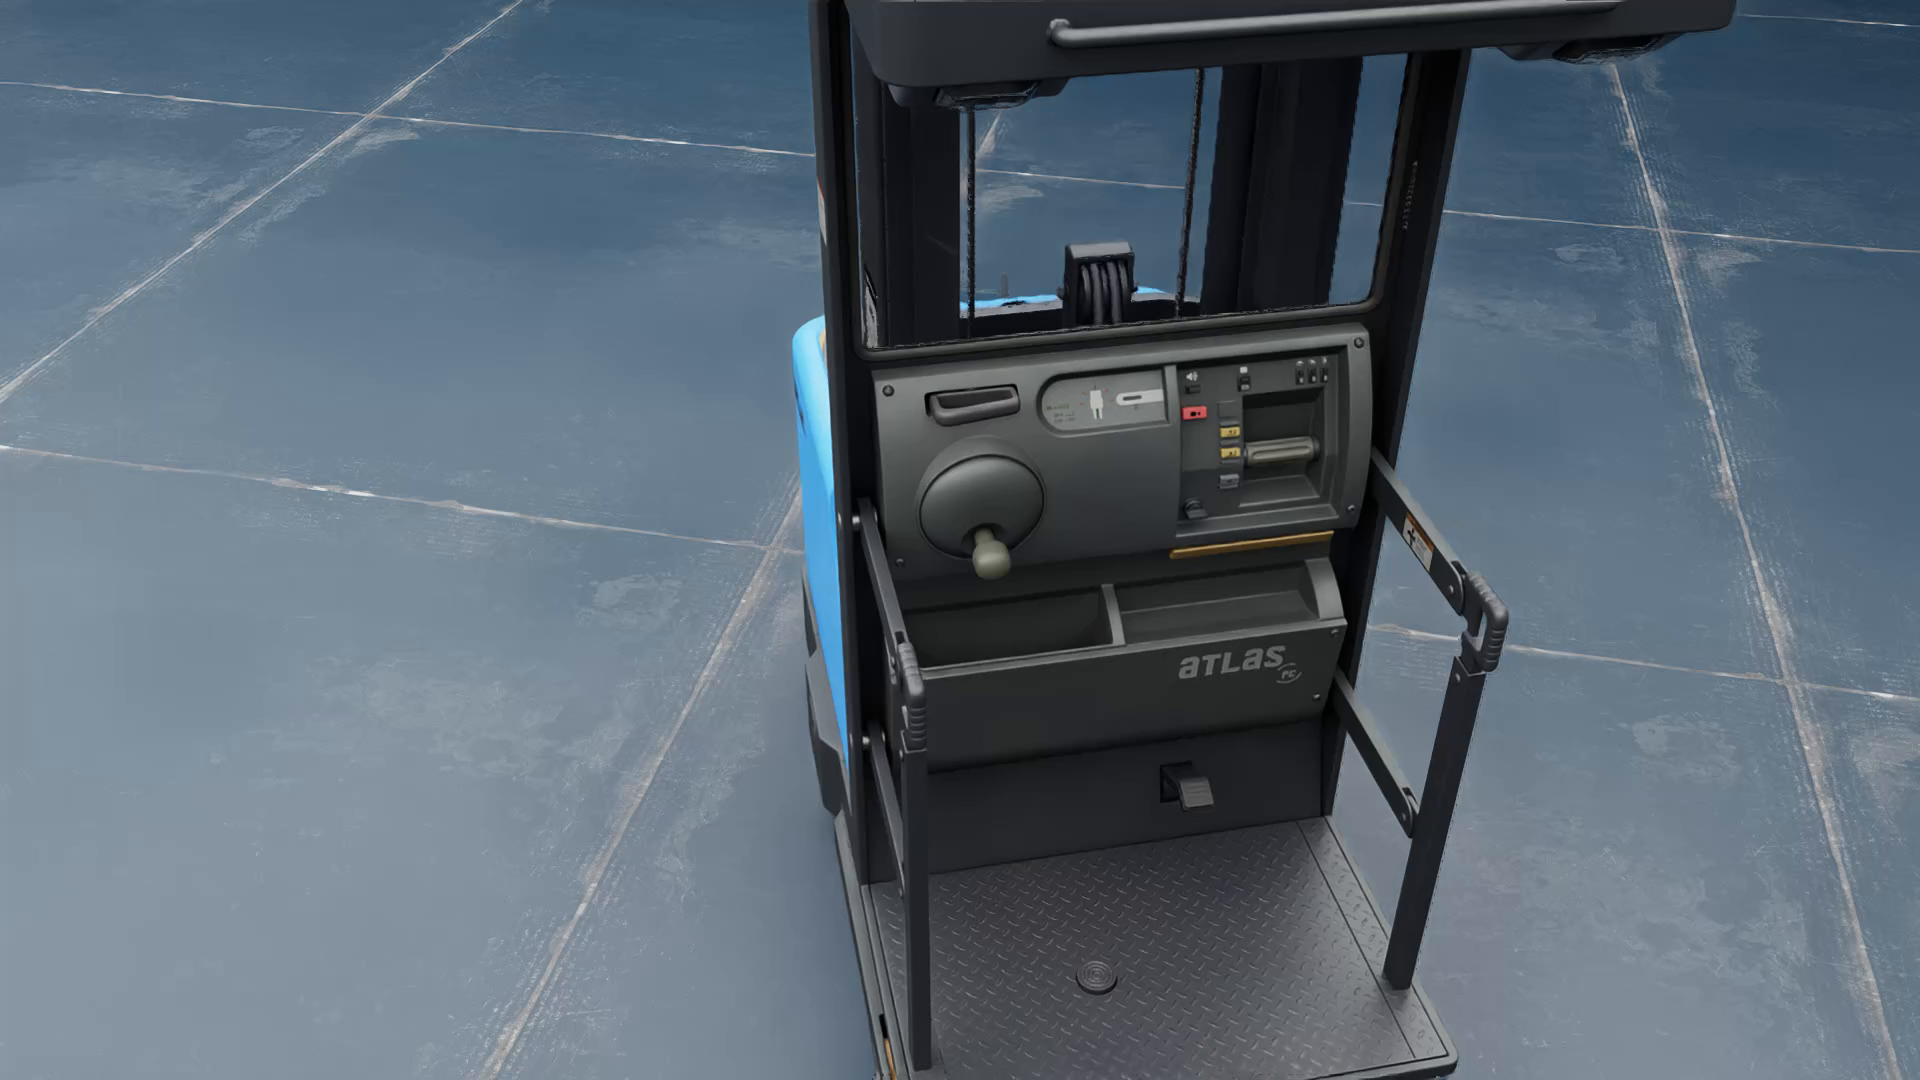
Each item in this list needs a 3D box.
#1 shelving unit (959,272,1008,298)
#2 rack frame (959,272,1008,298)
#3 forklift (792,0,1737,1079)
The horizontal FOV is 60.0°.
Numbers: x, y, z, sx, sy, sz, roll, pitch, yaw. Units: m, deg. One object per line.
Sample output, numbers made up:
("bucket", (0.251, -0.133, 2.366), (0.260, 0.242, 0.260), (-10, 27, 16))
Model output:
("shelving unit", (-0.002, -0.360, 4.980), (0.258, 0.900, 0.210), (7, 37, 10))
("rack frame", (0.020, -0.418, 5.060), (0.240, 0.900, 0.006), (7, 37, 10))
("forklift", (0.354, -0.093, 2.881), (1.130, 2.935, 3.031), (-7, 36, -9))
